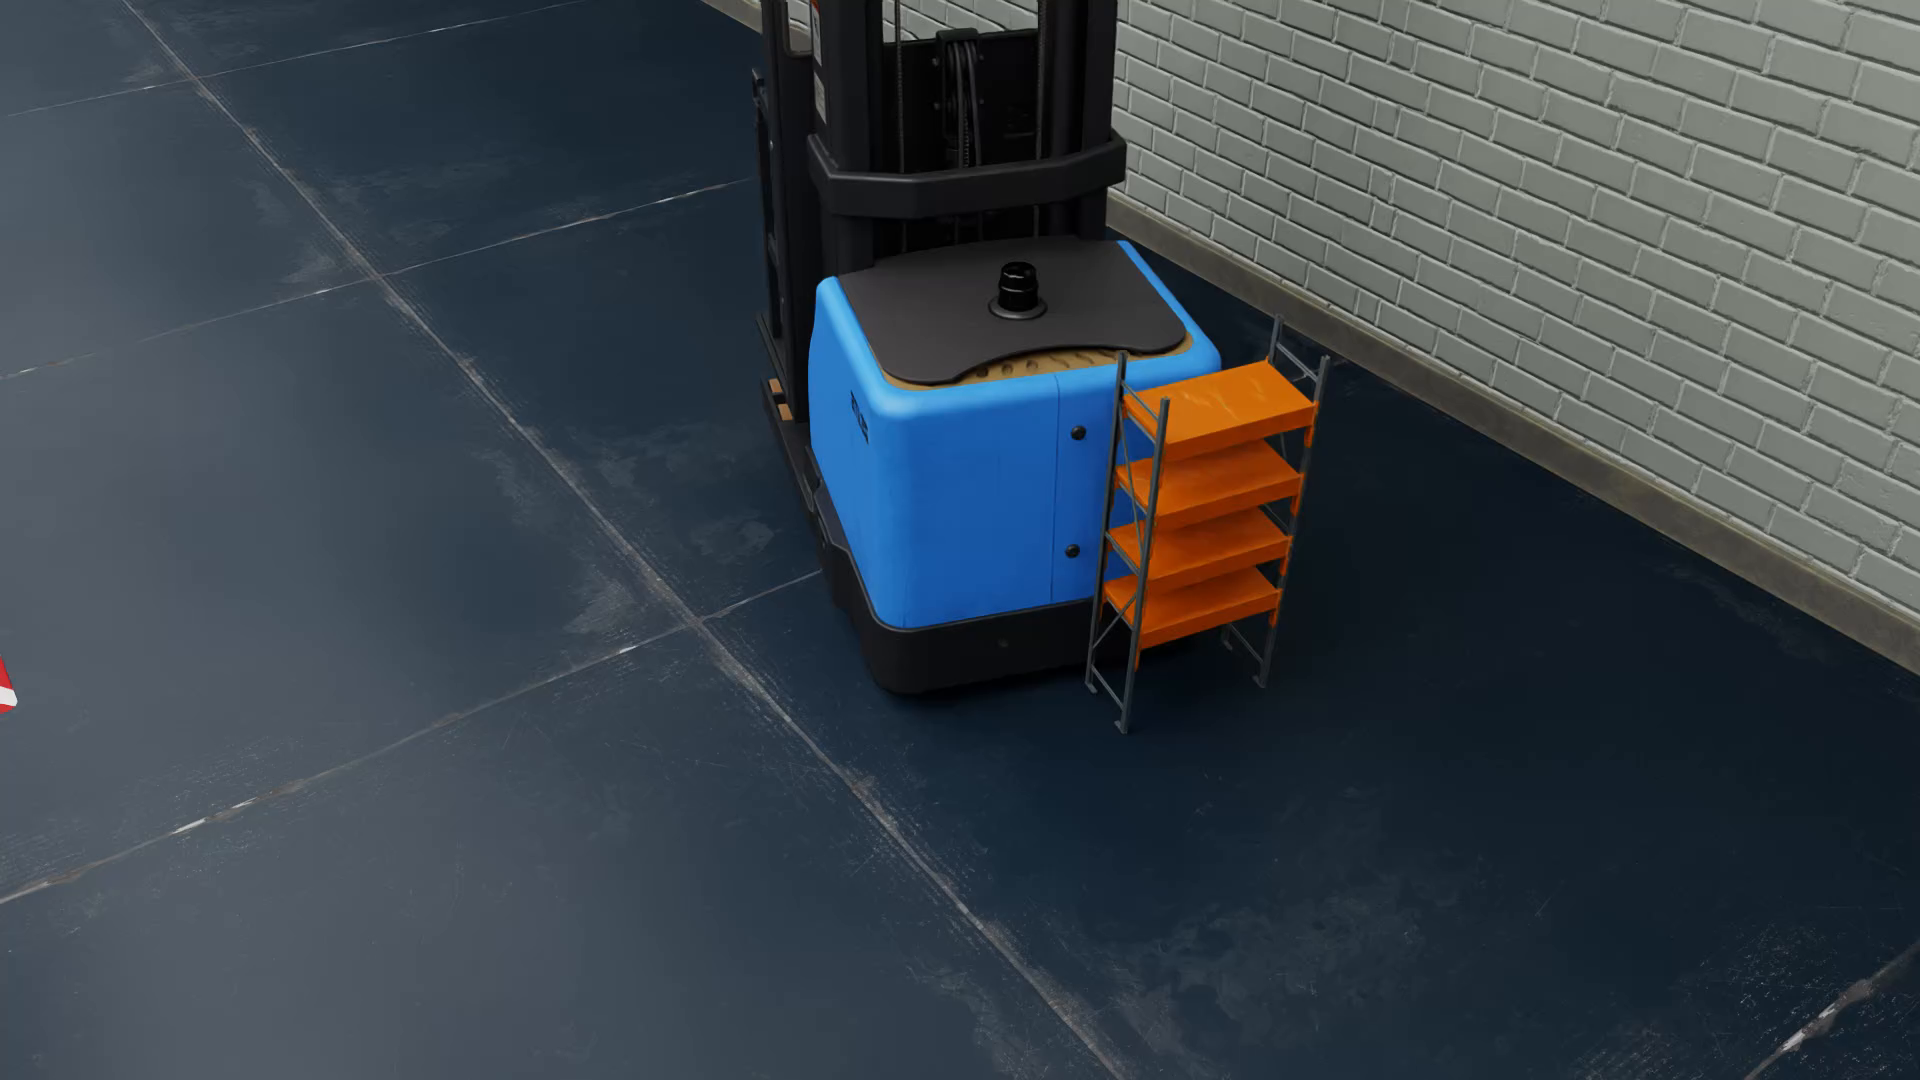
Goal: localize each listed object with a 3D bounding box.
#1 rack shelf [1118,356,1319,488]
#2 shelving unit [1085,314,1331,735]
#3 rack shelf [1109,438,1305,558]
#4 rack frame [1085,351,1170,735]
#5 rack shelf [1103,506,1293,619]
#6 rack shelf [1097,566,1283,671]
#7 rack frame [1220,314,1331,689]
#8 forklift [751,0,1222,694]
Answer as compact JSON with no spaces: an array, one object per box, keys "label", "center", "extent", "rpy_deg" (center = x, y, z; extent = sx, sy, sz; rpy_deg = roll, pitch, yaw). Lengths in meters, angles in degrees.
[{"label":"rack shelf","center":[0.688,-0.323,4.486],"extent":[0.480,0.148,0.258],"rpy_deg":[-15,42,-20]},{"label":"shelving unit","center":[0.678,-0.018,4.734],"extent":[0.503,1.200,0.258],"rpy_deg":[-15,42,-20]},{"label":"rack shelf","center":[0.682,-0.140,4.635],"extent":[0.480,0.148,0.258],"rpy_deg":[-15,42,-20]},{"label":"rack frame","center":[0.457,0.042,4.650],"extent":[0.015,1.200,0.240],"rpy_deg":[-15,42,-20]},{"label":"rack shelf","center":[0.676,0.034,4.776],"extent":[0.480,0.148,0.258],"rpy_deg":[-15,42,-20]},{"label":"rack shelf","center":[0.671,0.188,4.902],"extent":[0.480,0.148,0.258],"rpy_deg":[-15,42,-20]},{"label":"rack frame","center":[0.899,-0.079,4.818],"extent":[0.015,1.200,0.240],"rpy_deg":[-15,42,-20]},{"label":"forklift","center":[-0.135,-1.590,5.450],"extent":[1.130,2.935,3.031],"rpy_deg":[-9,37,-13]}]
